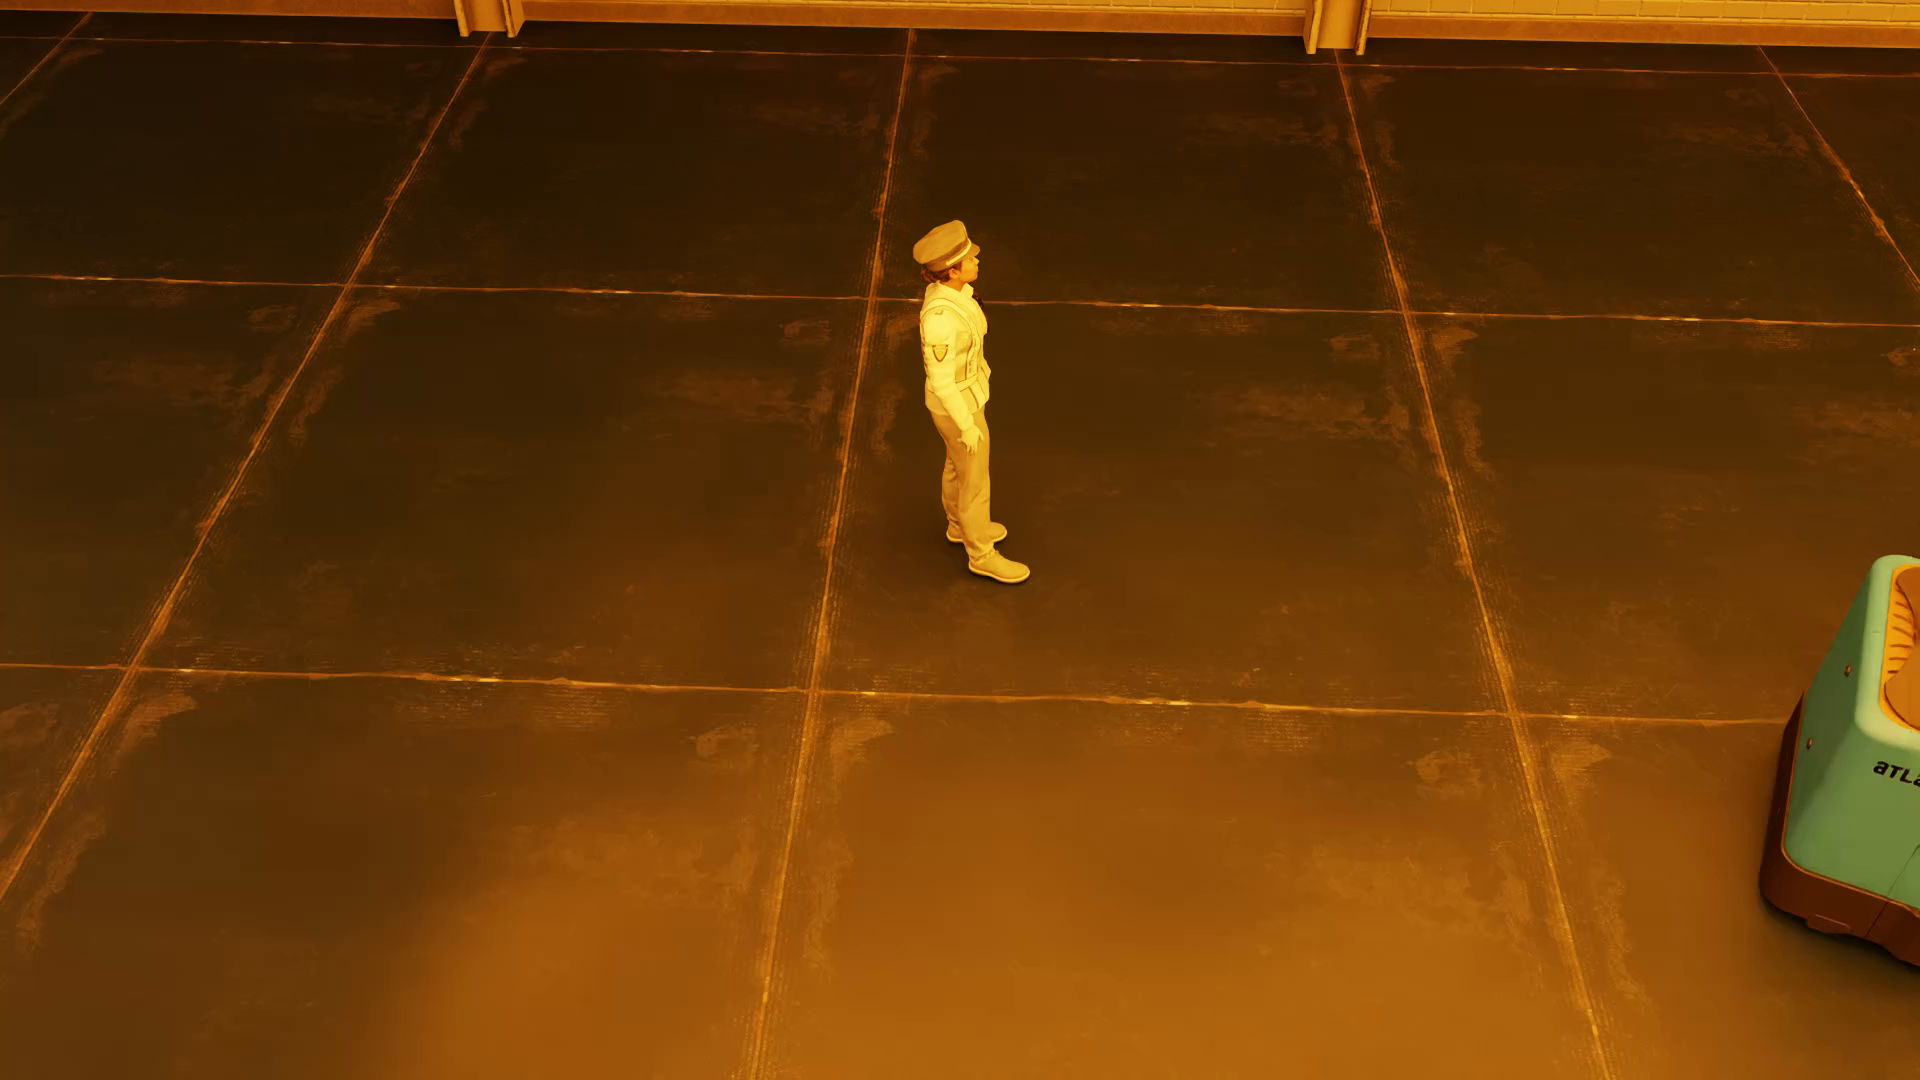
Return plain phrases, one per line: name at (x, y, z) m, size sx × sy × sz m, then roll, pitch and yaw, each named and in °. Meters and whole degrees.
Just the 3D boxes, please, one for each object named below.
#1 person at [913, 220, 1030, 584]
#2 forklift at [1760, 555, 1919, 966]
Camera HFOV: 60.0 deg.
person at (0.068, -0.624, 7.332) m, size 0.530 × 1.694 × 0.586 m, roll 2°, pitch 42°, yaw 2°
forklift at (4.613, 0.473, 5.225) m, size 3.031 × 2.935 × 1.130 m, roll 18°, pitch 45°, yaw 19°
